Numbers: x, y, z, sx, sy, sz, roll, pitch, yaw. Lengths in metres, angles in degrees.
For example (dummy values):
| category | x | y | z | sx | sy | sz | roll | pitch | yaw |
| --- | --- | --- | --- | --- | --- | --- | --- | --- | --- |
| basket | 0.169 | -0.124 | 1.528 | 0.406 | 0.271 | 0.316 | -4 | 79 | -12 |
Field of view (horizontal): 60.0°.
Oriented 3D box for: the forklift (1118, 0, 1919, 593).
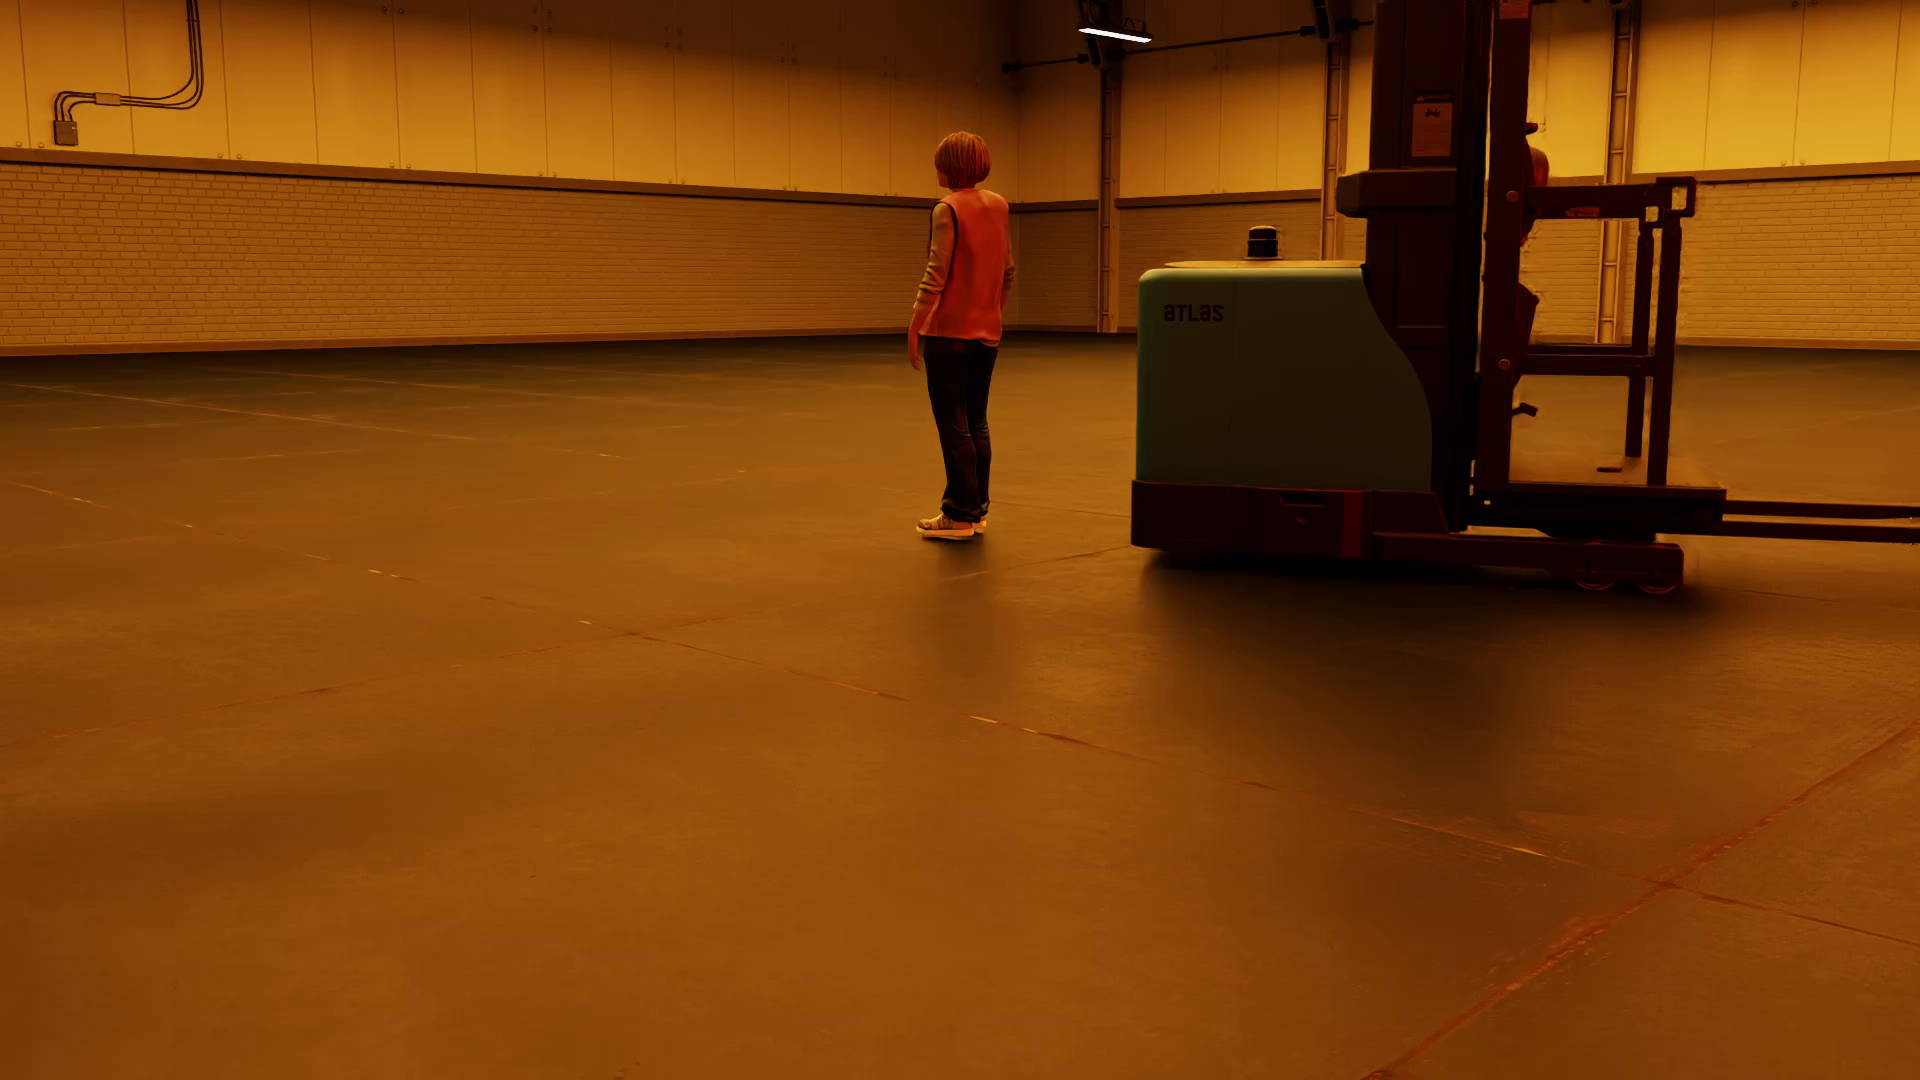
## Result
| category | x | y | z | sx | sy | sz | roll | pitch | yaw |
| --- | --- | --- | --- | --- | --- | --- | --- | --- | --- |
| forklift | 2.158 | -1.360 | 5.909 | 3.031 | 2.935 | 1.130 | 3 | 9 | 17 |

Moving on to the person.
| category | x | y | z | sx | sy | sz | roll | pitch | yaw |
| --- | --- | --- | --- | --- | --- | --- | --- | --- | --- |
| person | -0.048 | -0.803 | 6.663 | 0.468 | 1.600 | 0.517 | 8 | 12 | 44 |
